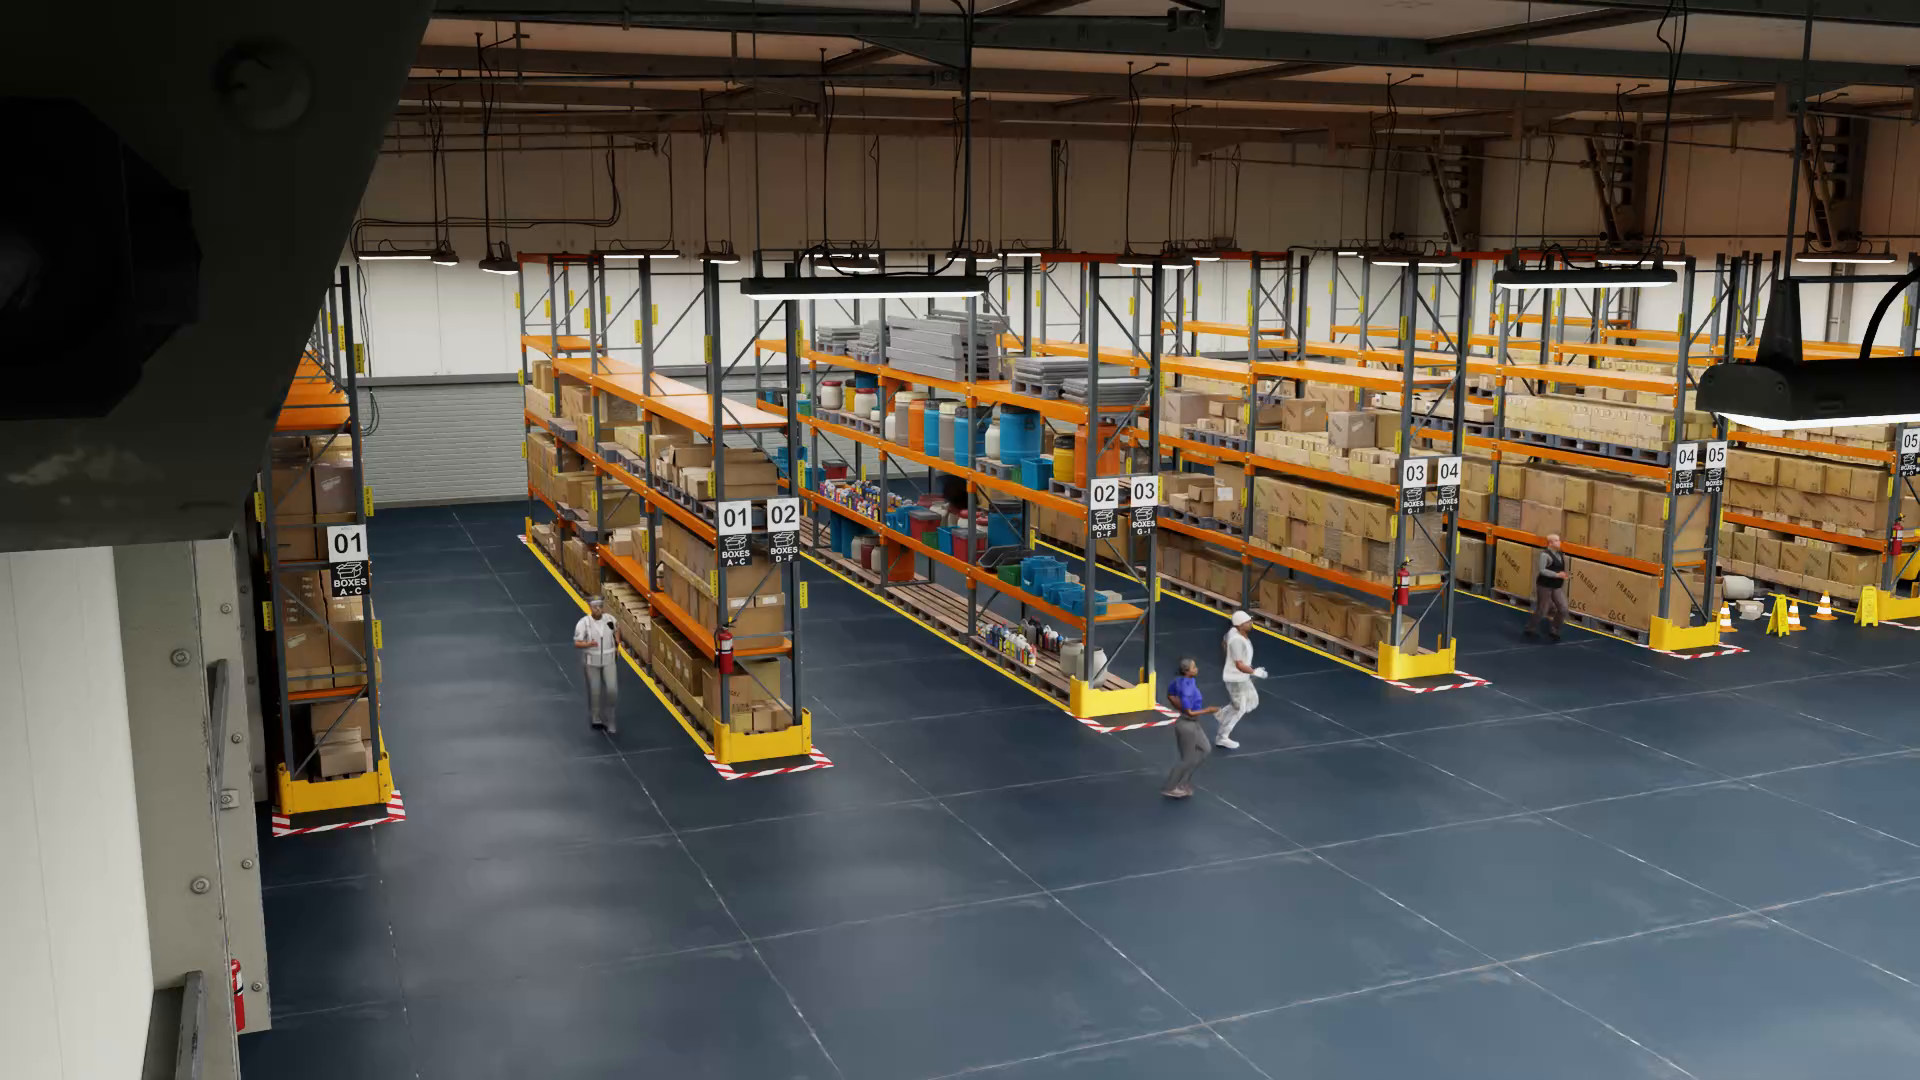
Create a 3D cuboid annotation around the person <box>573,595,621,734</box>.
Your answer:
[{"bbox_3d":[-4.637,1.601,21.424,0.640,1.836,0.727,-4,11,-21],"label":"person"}]

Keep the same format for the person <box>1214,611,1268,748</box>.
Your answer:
[{"bbox_3d":[3.518,1.727,20.802,0.652,1.737,0.724,2,11,10],"label":"person"}]

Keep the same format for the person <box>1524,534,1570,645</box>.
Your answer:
[{"bbox_3d":[9.258,0.787,26.074,0.675,1.799,0.748,-7,13,-35],"label":"person"}]

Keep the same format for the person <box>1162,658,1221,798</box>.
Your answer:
[{"bbox_3d":[2.619,2.143,18.834,0.638,1.645,0.561,1,10,4],"label":"person"}]
